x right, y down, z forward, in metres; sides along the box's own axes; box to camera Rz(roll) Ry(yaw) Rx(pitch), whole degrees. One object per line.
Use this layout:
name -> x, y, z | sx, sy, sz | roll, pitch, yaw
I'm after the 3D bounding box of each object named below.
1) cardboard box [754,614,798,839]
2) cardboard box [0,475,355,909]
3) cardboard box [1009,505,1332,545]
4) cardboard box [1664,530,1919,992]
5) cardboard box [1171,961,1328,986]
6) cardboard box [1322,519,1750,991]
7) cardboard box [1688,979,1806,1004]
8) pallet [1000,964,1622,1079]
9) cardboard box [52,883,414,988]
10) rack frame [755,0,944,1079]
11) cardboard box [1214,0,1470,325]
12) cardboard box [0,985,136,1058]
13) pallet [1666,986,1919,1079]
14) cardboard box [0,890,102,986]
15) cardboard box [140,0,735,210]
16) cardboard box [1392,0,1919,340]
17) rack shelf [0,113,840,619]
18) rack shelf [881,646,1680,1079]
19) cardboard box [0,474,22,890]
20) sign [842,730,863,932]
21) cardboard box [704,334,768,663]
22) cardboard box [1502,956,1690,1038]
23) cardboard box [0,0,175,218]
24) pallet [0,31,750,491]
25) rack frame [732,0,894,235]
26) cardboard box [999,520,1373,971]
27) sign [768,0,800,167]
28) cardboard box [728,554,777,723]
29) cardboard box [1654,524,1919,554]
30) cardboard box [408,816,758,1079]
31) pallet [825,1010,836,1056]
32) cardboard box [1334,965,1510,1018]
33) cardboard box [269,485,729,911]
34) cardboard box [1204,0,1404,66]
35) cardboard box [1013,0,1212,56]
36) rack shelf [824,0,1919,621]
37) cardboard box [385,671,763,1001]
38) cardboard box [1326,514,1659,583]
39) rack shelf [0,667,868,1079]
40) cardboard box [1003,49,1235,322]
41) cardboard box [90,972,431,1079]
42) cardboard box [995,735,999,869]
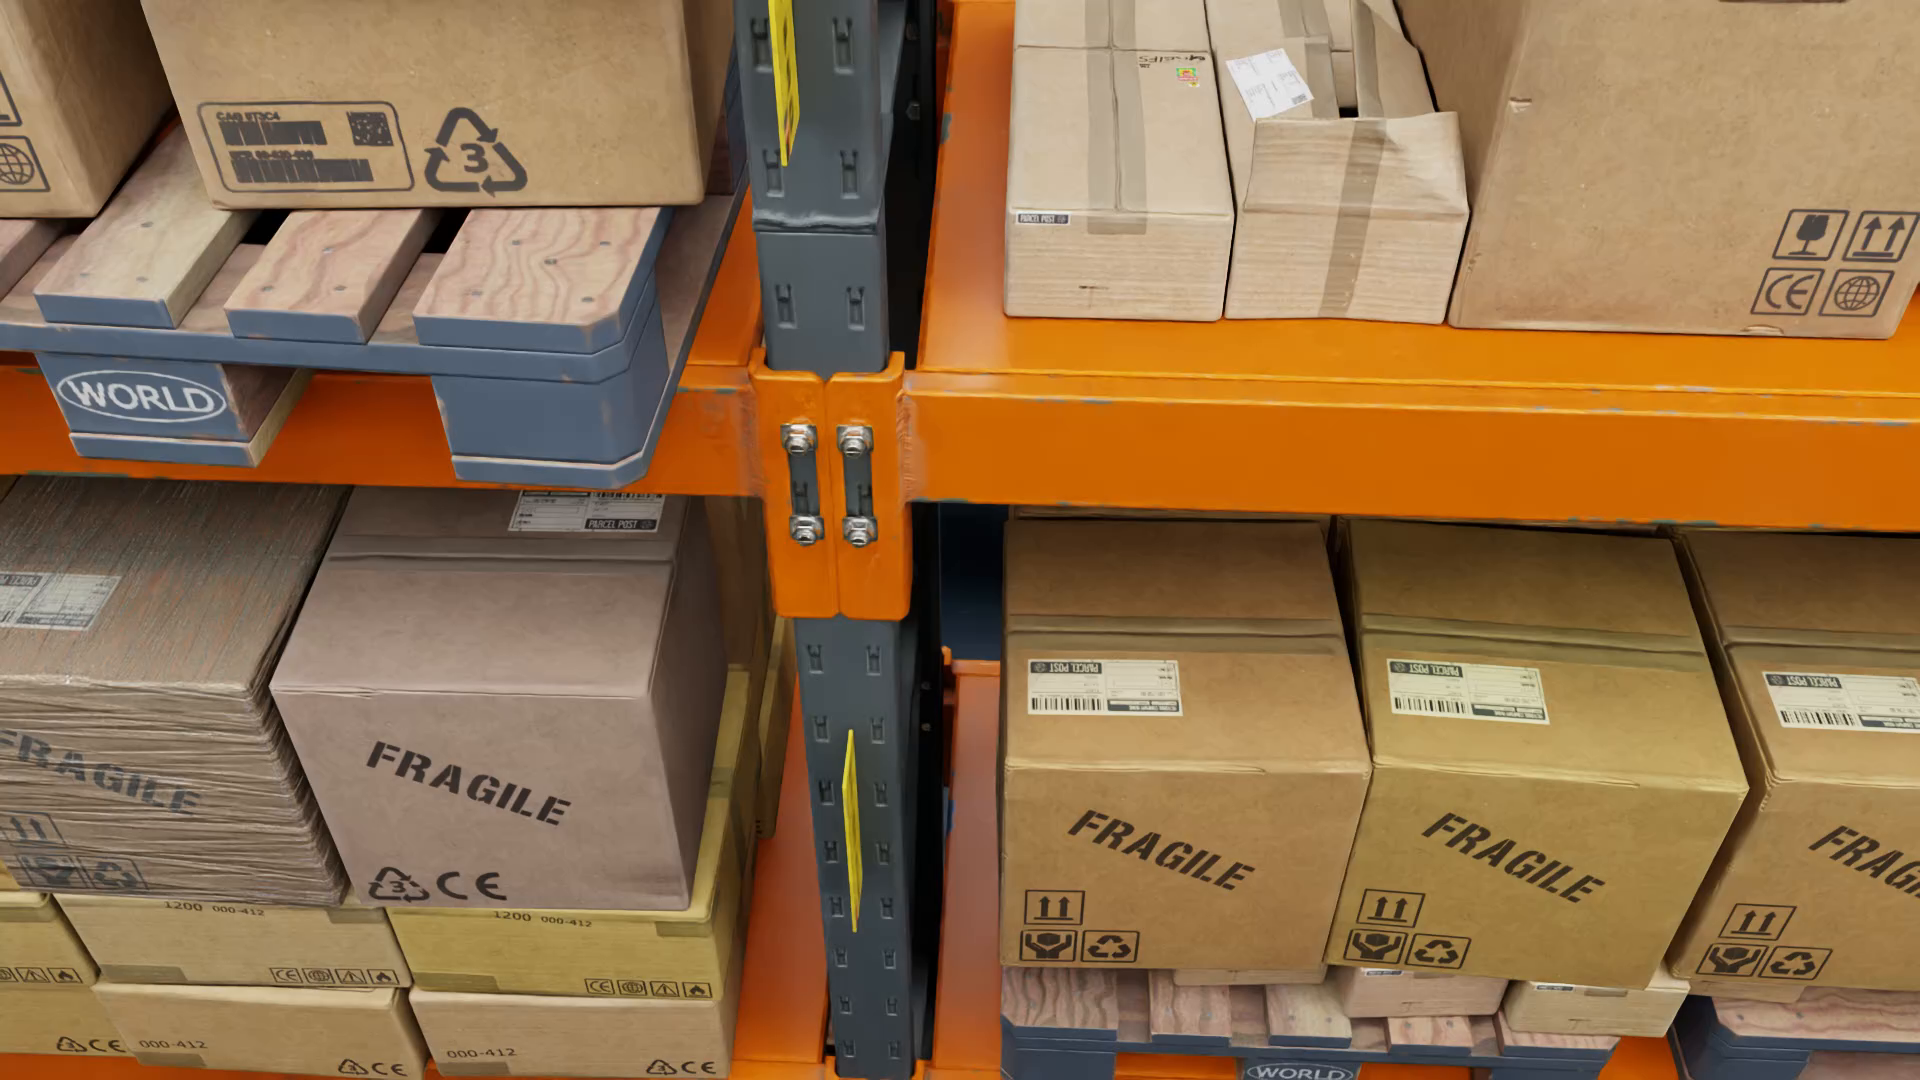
cardboard box -> -0.602, 0.316, 3.321 | 0.500, 0.250, 0.500 | 1, 43, 1
cardboard box -> -1.165, 0.197, 2.531 | 0.500, 0.500, 0.500 | 2, 43, 3
cardboard box -> 0.343, -0.027, 2.979 | 0.500, 0.500, 0.500 | 1, 43, 1
cardboard box -> 1.367, 0.342, 2.582 | 0.500, 0.500, 0.500 | 2, 43, 3
cardboard box -> 0.473, 0.553, 2.832 | 0.250, 0.149, 0.380 | -1, 43, -1
cardboard box -> 0.836, 0.331, 2.595 | 0.500, 0.500, 0.500 | 4, 43, 4
cardboard box -> 1.263, 0.570, 2.814 | 0.250, 0.149, 0.380 | 4, 43, 4
pallet -> 0.593, 0.467, 3.189 | 1.003, 0.211, 1.213 | 2, 43, 2
cardboard box -> -1.132, 0.464, 2.795 | 0.500, 0.250, 0.500 | 1, 43, 1
rack frame -> -0.124, 0.447, 3.070 | 0.127, 3.000, 1.000 | 2, 43, 2
cardboard box -> 0.438, -0.468, 1.950 | 0.258, 0.266, 0.396 | 2, 43, 2
cardboard box -> -1.654, 0.632, 2.981 | 0.500, 0.250, 0.500 | 1, 43, 1
pallet -> 1.855, 0.550, 3.100 | 1.213, 0.211, 1.003 | 2, 43, 2
cardboard box -> -1.644, 0.462, 2.797 | 0.500, 0.250, 0.500 | 1, 43, 1
cardboard box -> -0.508, -0.751, 1.771 | 0.637, 0.503, 0.797 | -1, 43, -1
cardboard box -> 0.822, -0.651, 1.974 | 0.500, 0.500, 0.700 | 2, 43, 2
rack shelf -> -2.122, -0.449, 2.358 | 4.000, 0.370, 1.077 | 2, 43, 2
rack shelf -> 1.874, 0.772, 3.249 | 4.000, 0.370, 1.077 | 2, 43, 2
cardboard box -> -1.661, 0.177, 2.553 | 0.500, 0.500, 0.500 | 2, 43, 2
sign -> -0.146, 0.401, 2.269 | 0.005, 0.325, 0.100 | 2, 43, 2
cardboard box -> -0.606, -0.137, 2.890 | 0.500, 0.500, 0.500 | 0, 43, 0
cardboard box -> 1.018, 0.616, 2.765 | 0.250, 0.149, 0.380 | 2, 43, 2
cardboard box -> -1.122, -0.742, 1.764 | 0.500, 0.500, 0.700 | 0, 43, 0
pallet -> -0.770, -0.565, 2.094 | 1.003, 0.211, 1.213 | 4, 43, 4
rack frame -> -0.124, -1.748, 1.025 | 0.127, 3.000, 1.000 | 2, 43, 2
cardboard box -> 0.315, 0.319, 2.607 | 0.500, 0.500, 0.500 | 1, 43, 1
sign -> -0.157, -0.491, 1.438 | 0.005, 0.325, 0.100 | 2, 43, 2
cardboard box -> -0.619, 0.135, 3.147 | 0.500, 0.250, 0.500 | 1, 43, 2
cardboard box -> 1.364, -0.004, 2.954 | 0.500, 0.500, 0.500 | -1, 43, -1
cardboard box -> -0.641, 0.663, 2.948 | 0.500, 0.250, 0.500 | 0, 43, 0
pallet -> -0.908, 1.392, 4.101 | 1.213, 0.211, 1.003 | 2, 43, 2
cardboard box -> 0.744, 0.593, 2.789 | 0.250, 0.149, 0.380 | -1, 43, -1
cardboard box -> -0.652, 0.207, 2.520 | 0.500, 0.500, 0.500 | 1, 43, 1
cardboard box -> 0.449, -0.690, 2.274 | 0.250, 0.149, 0.380 | 2, 43, 2
cardboard box -> 0.200, -0.692, 2.276 | 0.250, 0.149, 0.380 | 2, 43, 2
rack shelf -> 1.874, -0.326, 2.226 | 4.000, 0.370, 1.077 | 2, 43, 2
cardboard box -> -0.619, 0.477, 2.780 | 0.500, 0.250, 0.500 | 2, 43, 2
cardboard box -> 0.860, -0.019, 2.970 | 0.500, 0.500, 0.500 | 1, 43, 1
rack shelf -> -2.122, 0.649, 3.381 | 4.000, 0.370, 1.077 | 2, 43, 2
cardboard box -> 0.183, -0.433, 1.998 | 0.250, 0.149, 0.380 | 2, 43, 2
cardboard box -> -1.152, 0.658, 2.953 | 0.500, 0.250, 0.500 | 2, 43, 3
cardboard box -> 0.192, 0.522, 2.865 | 0.250, 0.149, 0.380 | -1, 43, -1
